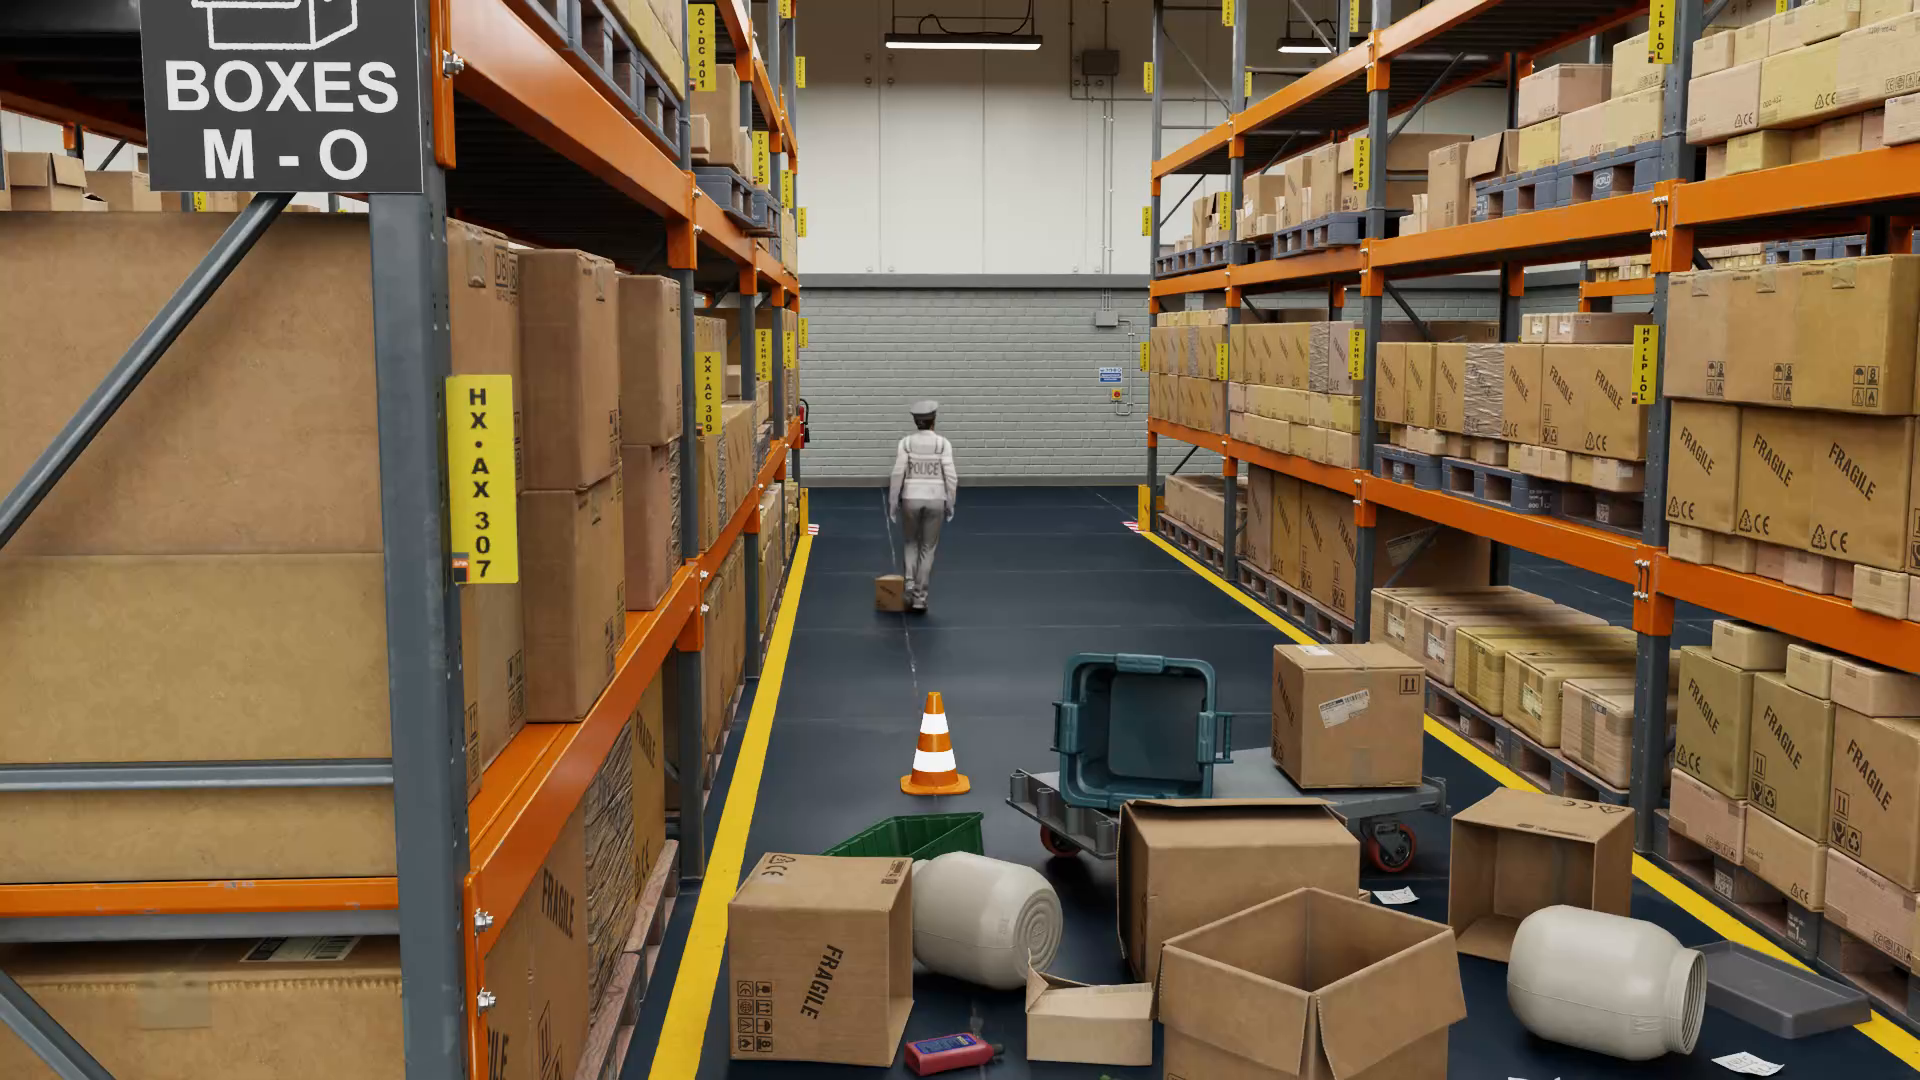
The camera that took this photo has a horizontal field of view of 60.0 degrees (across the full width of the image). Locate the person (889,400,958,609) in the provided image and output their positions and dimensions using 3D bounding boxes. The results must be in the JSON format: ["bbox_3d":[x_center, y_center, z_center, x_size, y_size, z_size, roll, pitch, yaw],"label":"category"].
[{"bbox_3d":[-0.291,-0.280,13.364,0.557,1.688,0.476,1,7,5],"label":"person"}]
